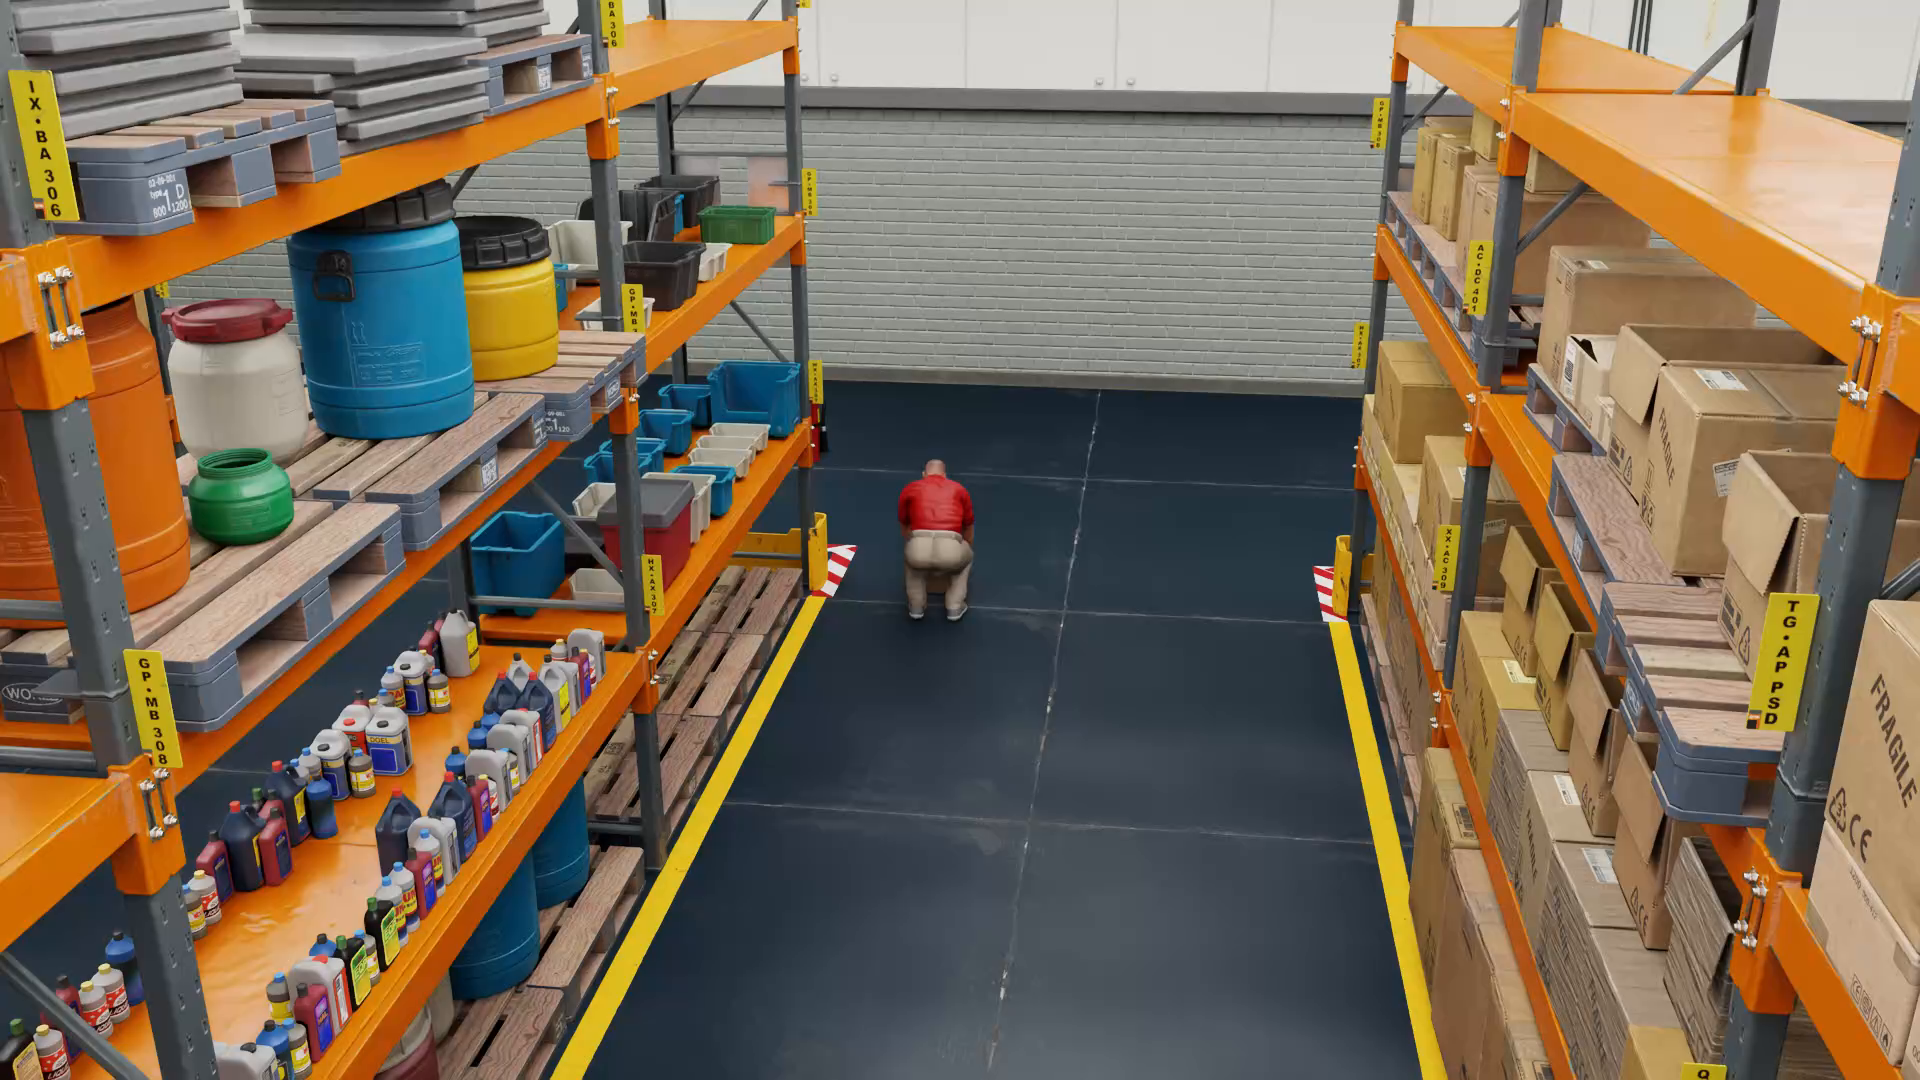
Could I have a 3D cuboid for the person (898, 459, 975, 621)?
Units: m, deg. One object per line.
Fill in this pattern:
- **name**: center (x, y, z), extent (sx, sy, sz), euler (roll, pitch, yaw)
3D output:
- **person**: center (-0.189, 0.013, 12.052), extent (0.570, 1.031, 0.857), euler (2, 21, 6)
